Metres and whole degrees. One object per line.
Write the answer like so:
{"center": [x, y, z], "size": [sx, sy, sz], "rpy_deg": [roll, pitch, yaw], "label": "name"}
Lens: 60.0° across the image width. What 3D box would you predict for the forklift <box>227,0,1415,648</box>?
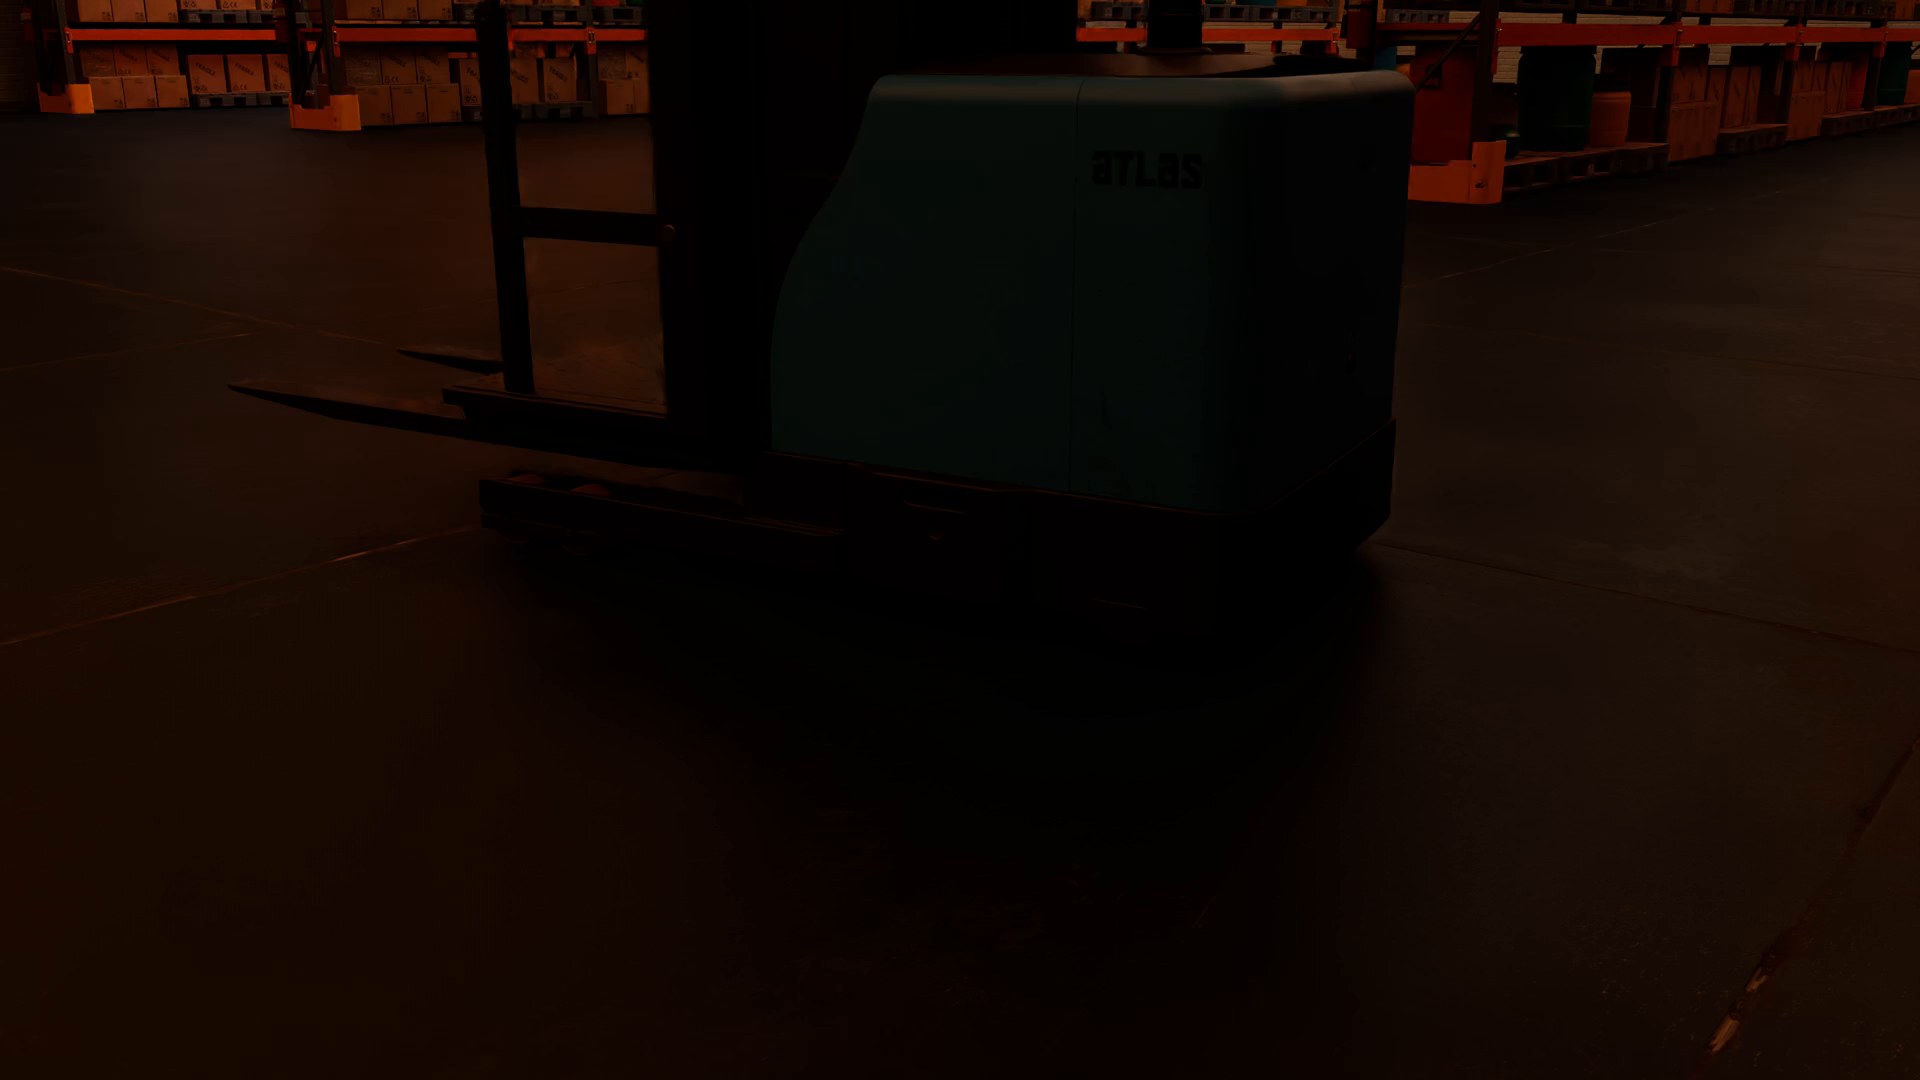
{"center": [-0.540, -1.487, 3.794], "size": [3.031, 2.935, 1.130], "rpy_deg": [9, 19, 28], "label": "forklift"}
